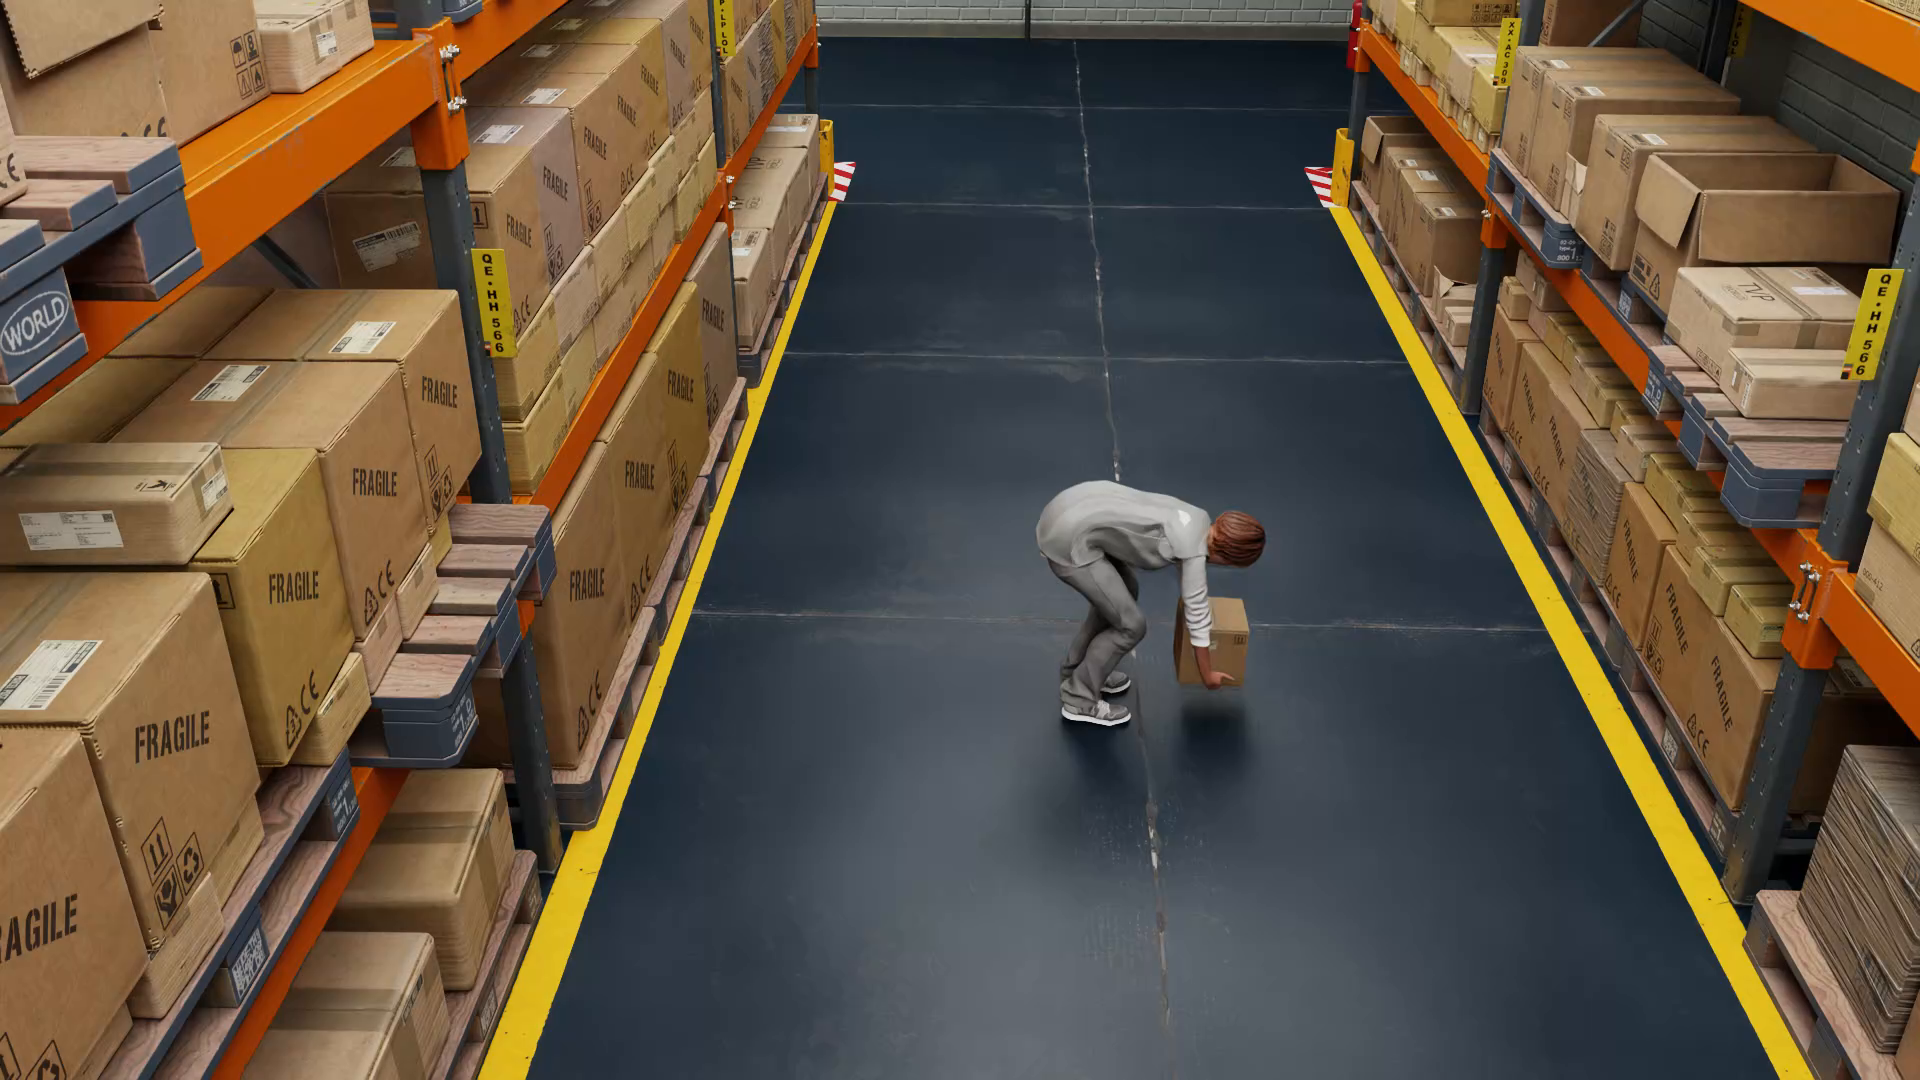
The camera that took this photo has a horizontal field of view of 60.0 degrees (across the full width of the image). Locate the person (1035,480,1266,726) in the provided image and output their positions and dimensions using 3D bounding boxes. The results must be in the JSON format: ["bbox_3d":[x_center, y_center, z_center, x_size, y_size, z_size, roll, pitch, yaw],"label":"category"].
[{"bbox_3d":[0.717,0.231,6.378,0.868,0.959,0.408,0,28,0],"label":"person"}]
